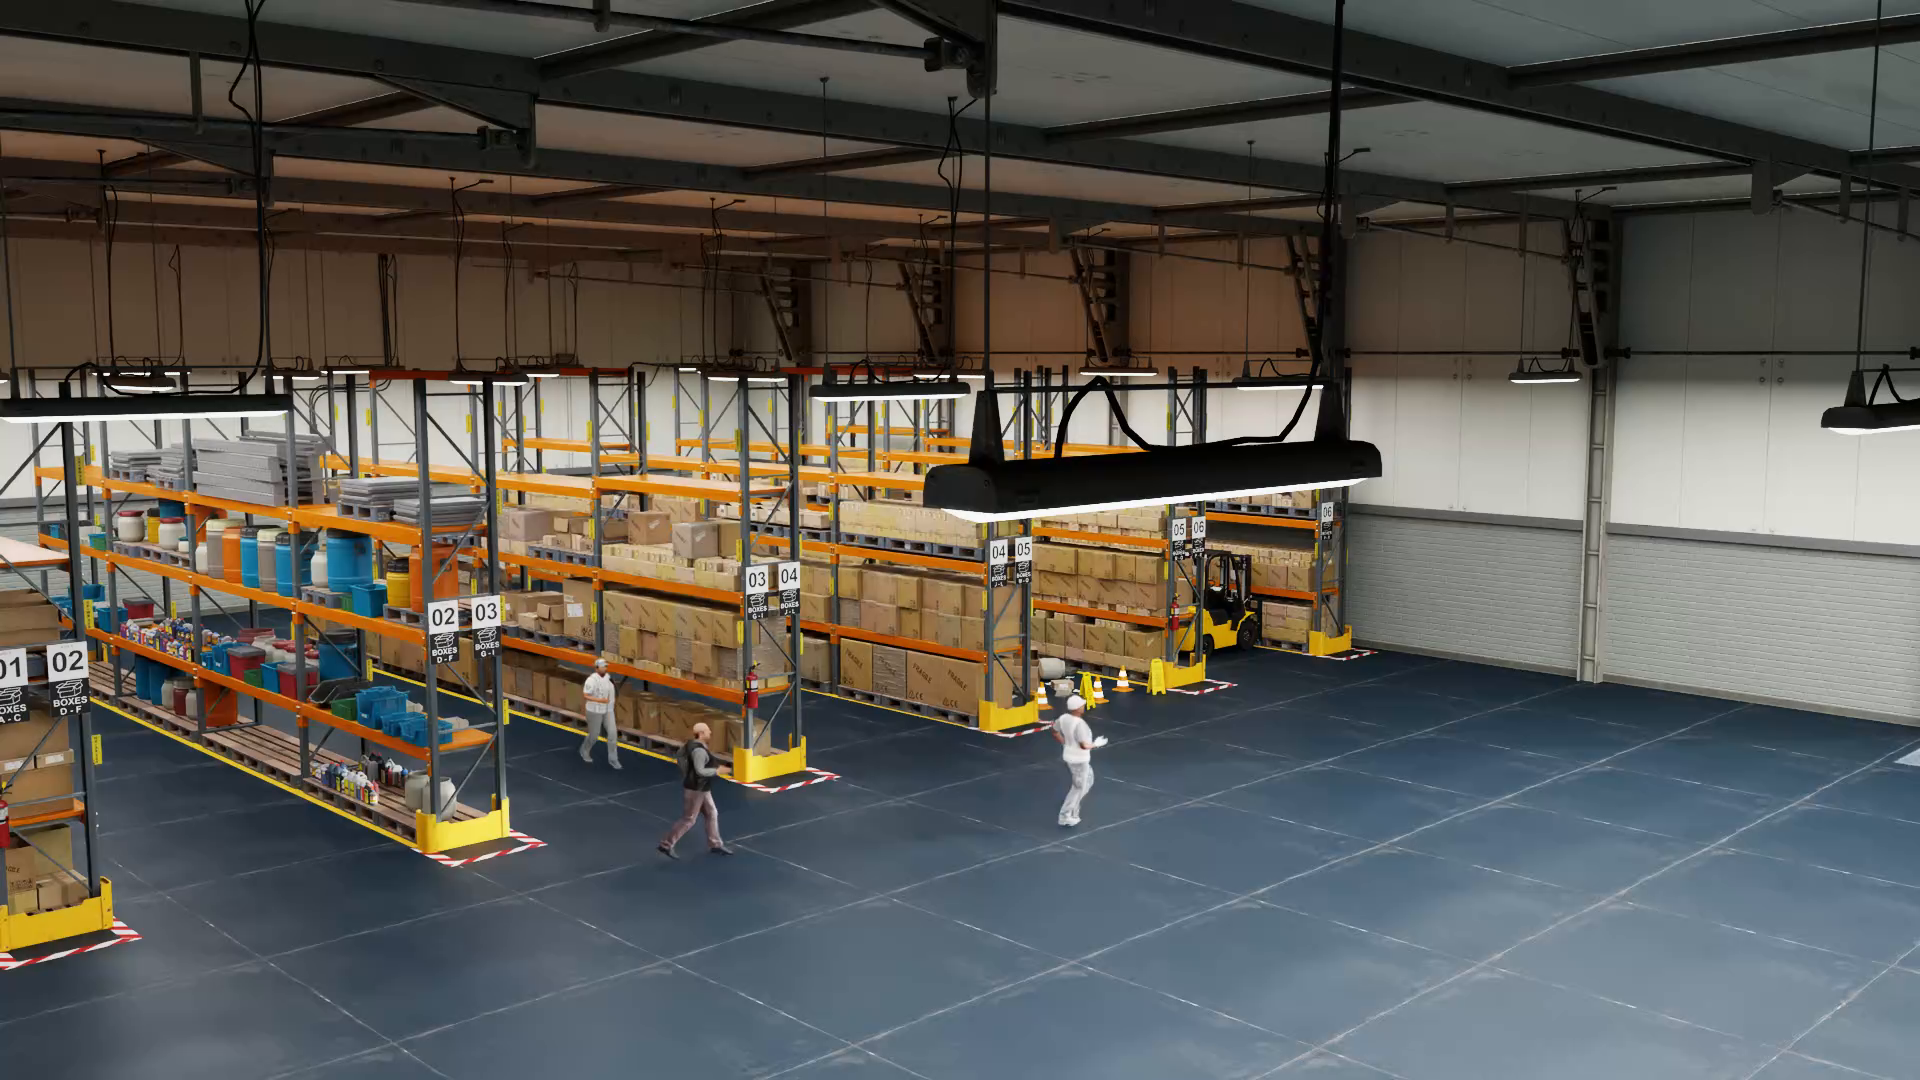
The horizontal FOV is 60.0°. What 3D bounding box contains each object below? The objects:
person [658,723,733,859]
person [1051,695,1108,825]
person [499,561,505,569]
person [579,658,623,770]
[{"bbox_3d":[-3.300,3.132,20.692,0.939,1.737,0.623,-1,7,-10],"label":"person"},{"bbox_3d":[1.616,2.946,22.239,0.652,1.779,0.662,-2,7,-16],"label":"person"},{"bbox_3d":[-11.263,0.863,40.632,0.957,1.722,0.707,-1,7,-10],"label":"person"},{"bbox_3d":[-5.521,2.645,25.421,0.851,1.697,0.598,6,9,42],"label":"person"}]
